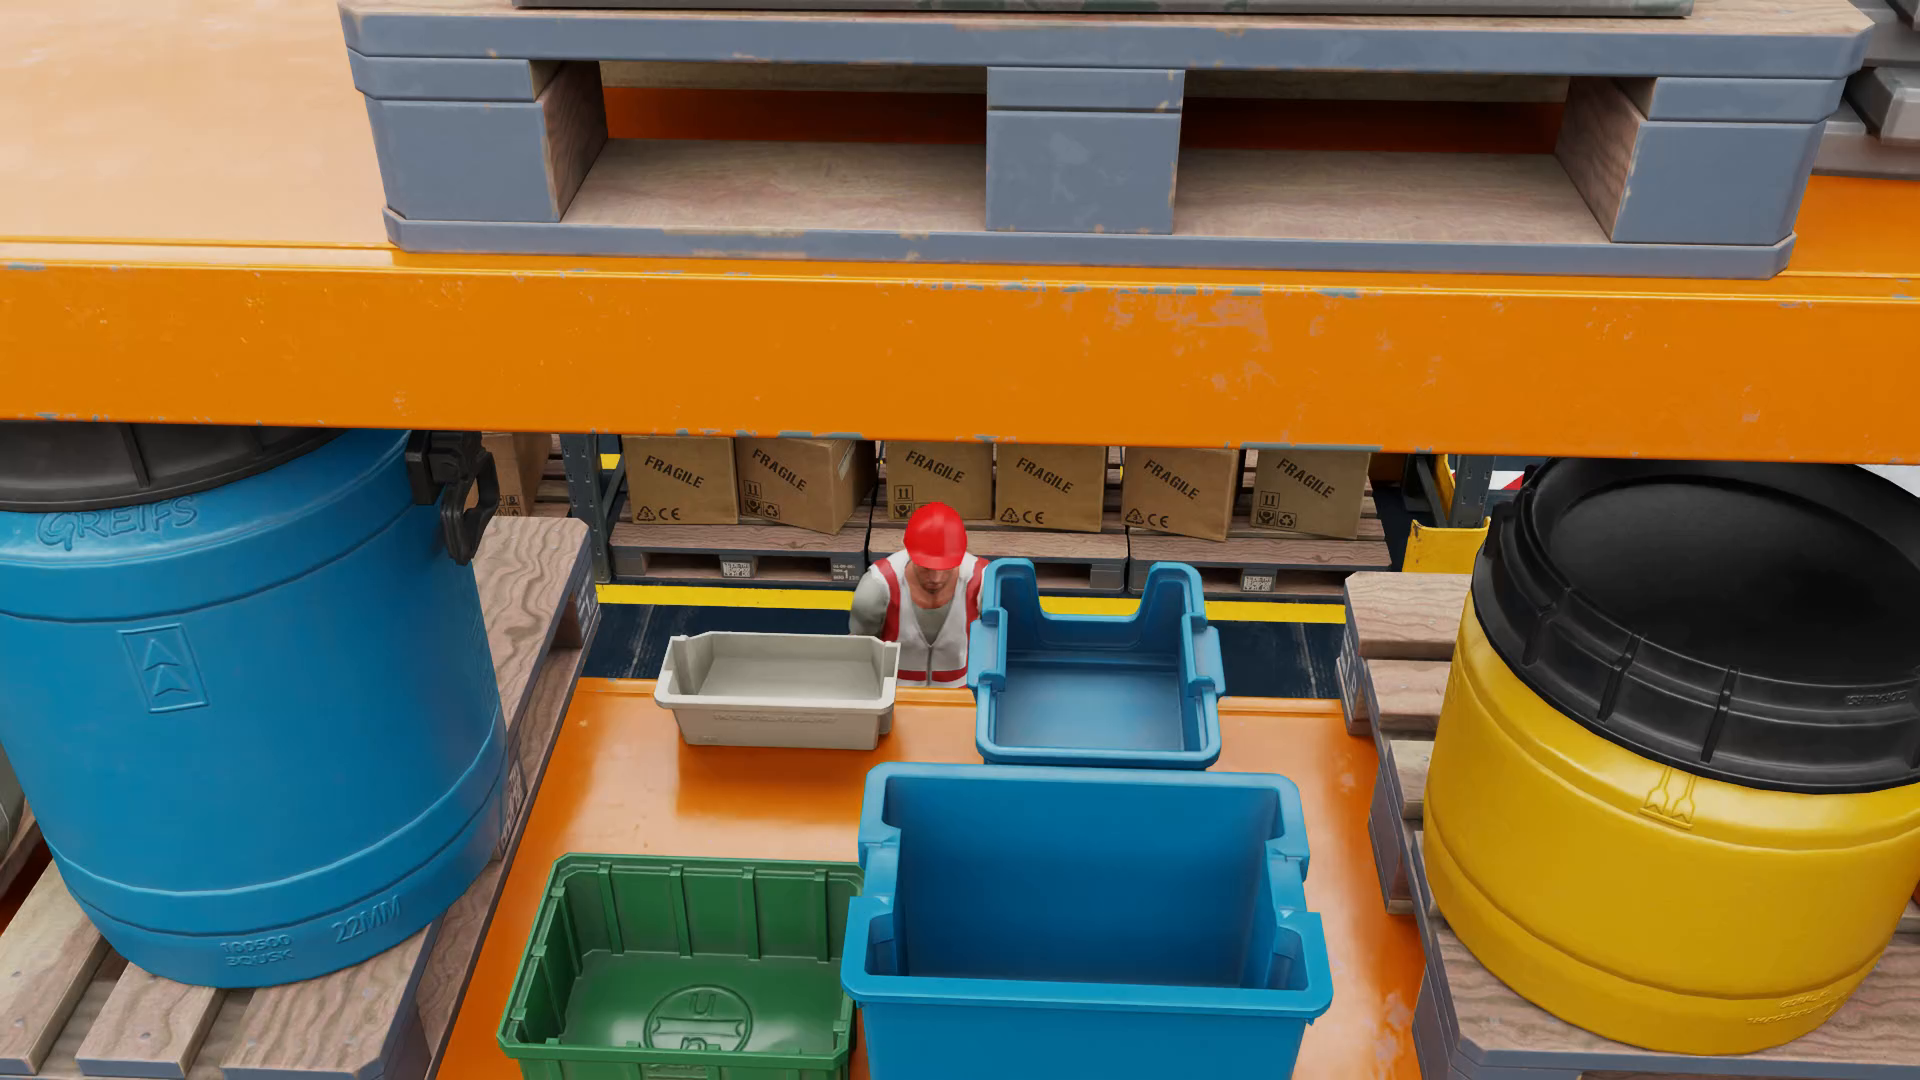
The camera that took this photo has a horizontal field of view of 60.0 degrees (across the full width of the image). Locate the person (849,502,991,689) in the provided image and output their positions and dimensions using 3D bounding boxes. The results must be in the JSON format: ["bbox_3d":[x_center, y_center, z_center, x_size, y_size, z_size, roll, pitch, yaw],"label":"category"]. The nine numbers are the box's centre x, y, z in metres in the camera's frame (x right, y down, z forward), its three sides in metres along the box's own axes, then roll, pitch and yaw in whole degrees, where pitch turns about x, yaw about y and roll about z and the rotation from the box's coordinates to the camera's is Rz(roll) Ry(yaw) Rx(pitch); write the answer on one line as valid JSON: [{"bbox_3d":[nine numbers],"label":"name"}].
[{"bbox_3d":[-0.107,0.591,5.802,0.613,1.778,0.452,-1,35,-1],"label":"person"}]
